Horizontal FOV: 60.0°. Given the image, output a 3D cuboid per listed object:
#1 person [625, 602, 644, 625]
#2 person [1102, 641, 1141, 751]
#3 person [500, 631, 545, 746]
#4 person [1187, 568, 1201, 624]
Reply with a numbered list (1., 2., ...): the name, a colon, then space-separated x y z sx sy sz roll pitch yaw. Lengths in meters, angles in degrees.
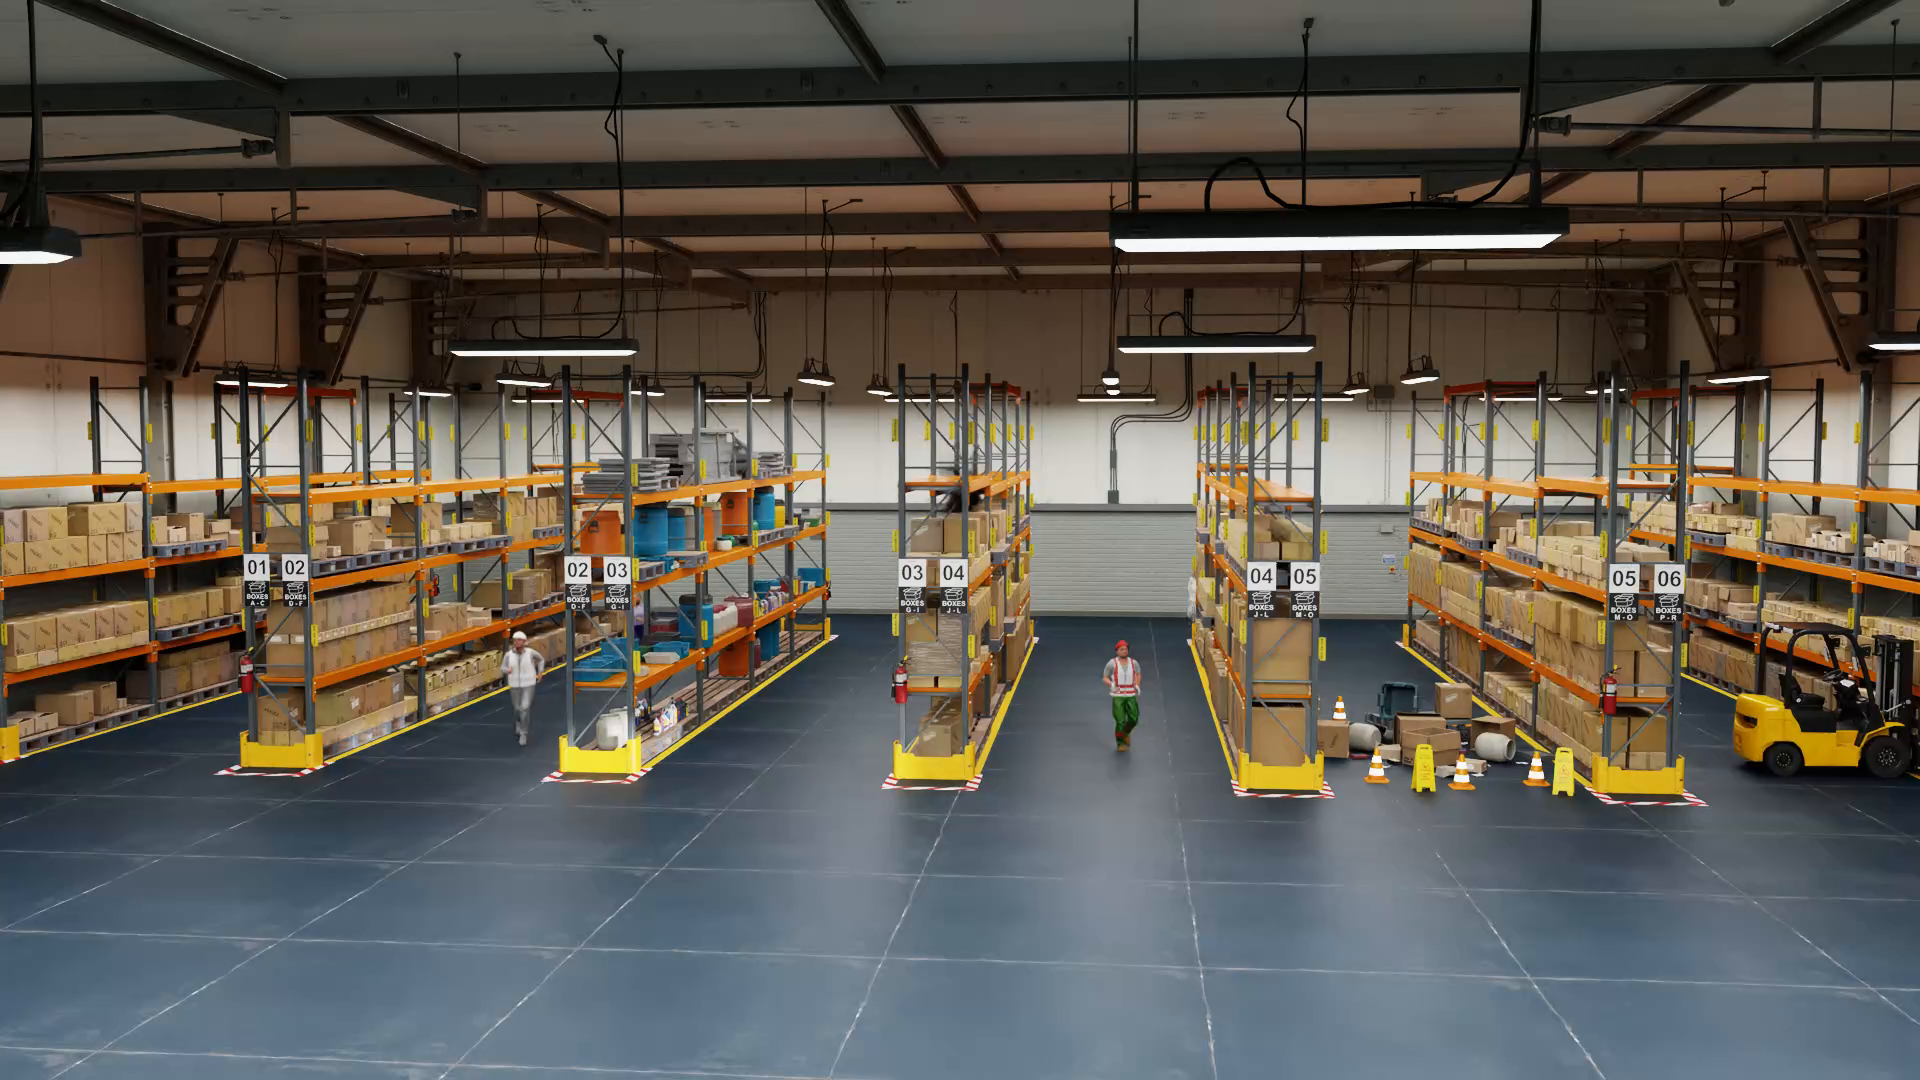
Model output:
1. person: -6.805 1.540 35.055 0.545 0.524 0.428 -1 4 -10
2. person: 2.561 2.447 26.154 0.648 1.740 0.424 -1 4 -9
3. person: -7.121 2.378 27.079 0.665 1.808 0.945 0 4 -1
4. person: 5.725 1.519 40.446 0.664 1.813 0.692 -1 4 -18
